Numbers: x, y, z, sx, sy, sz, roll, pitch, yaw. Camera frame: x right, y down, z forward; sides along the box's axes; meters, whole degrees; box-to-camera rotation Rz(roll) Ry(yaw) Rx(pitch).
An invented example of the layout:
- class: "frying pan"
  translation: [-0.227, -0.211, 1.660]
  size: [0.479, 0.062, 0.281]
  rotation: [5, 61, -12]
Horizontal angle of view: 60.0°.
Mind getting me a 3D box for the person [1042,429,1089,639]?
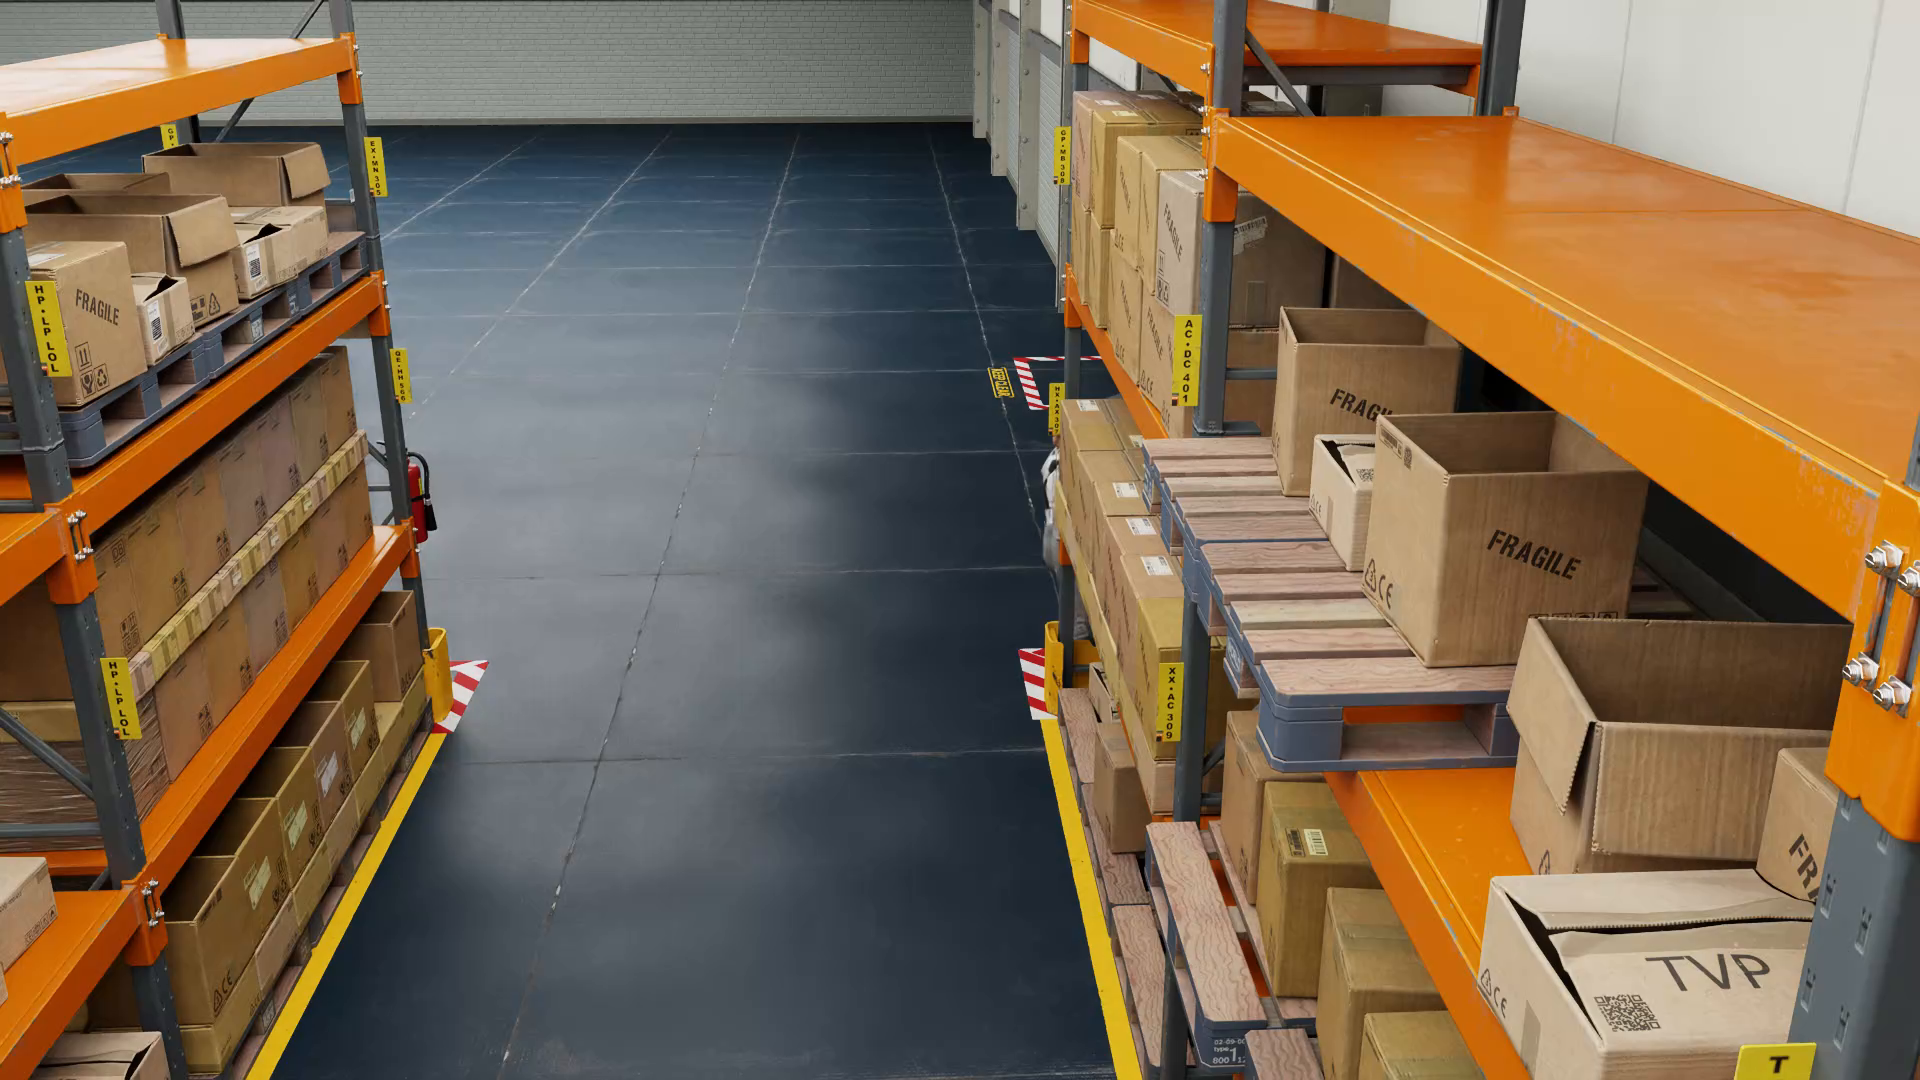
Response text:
- class: "person"
  translation: [0.785, -0.114, 11.361]
  size: [0.488, 1.656, 0.652]
  rotation: [-1, 21, -2]
